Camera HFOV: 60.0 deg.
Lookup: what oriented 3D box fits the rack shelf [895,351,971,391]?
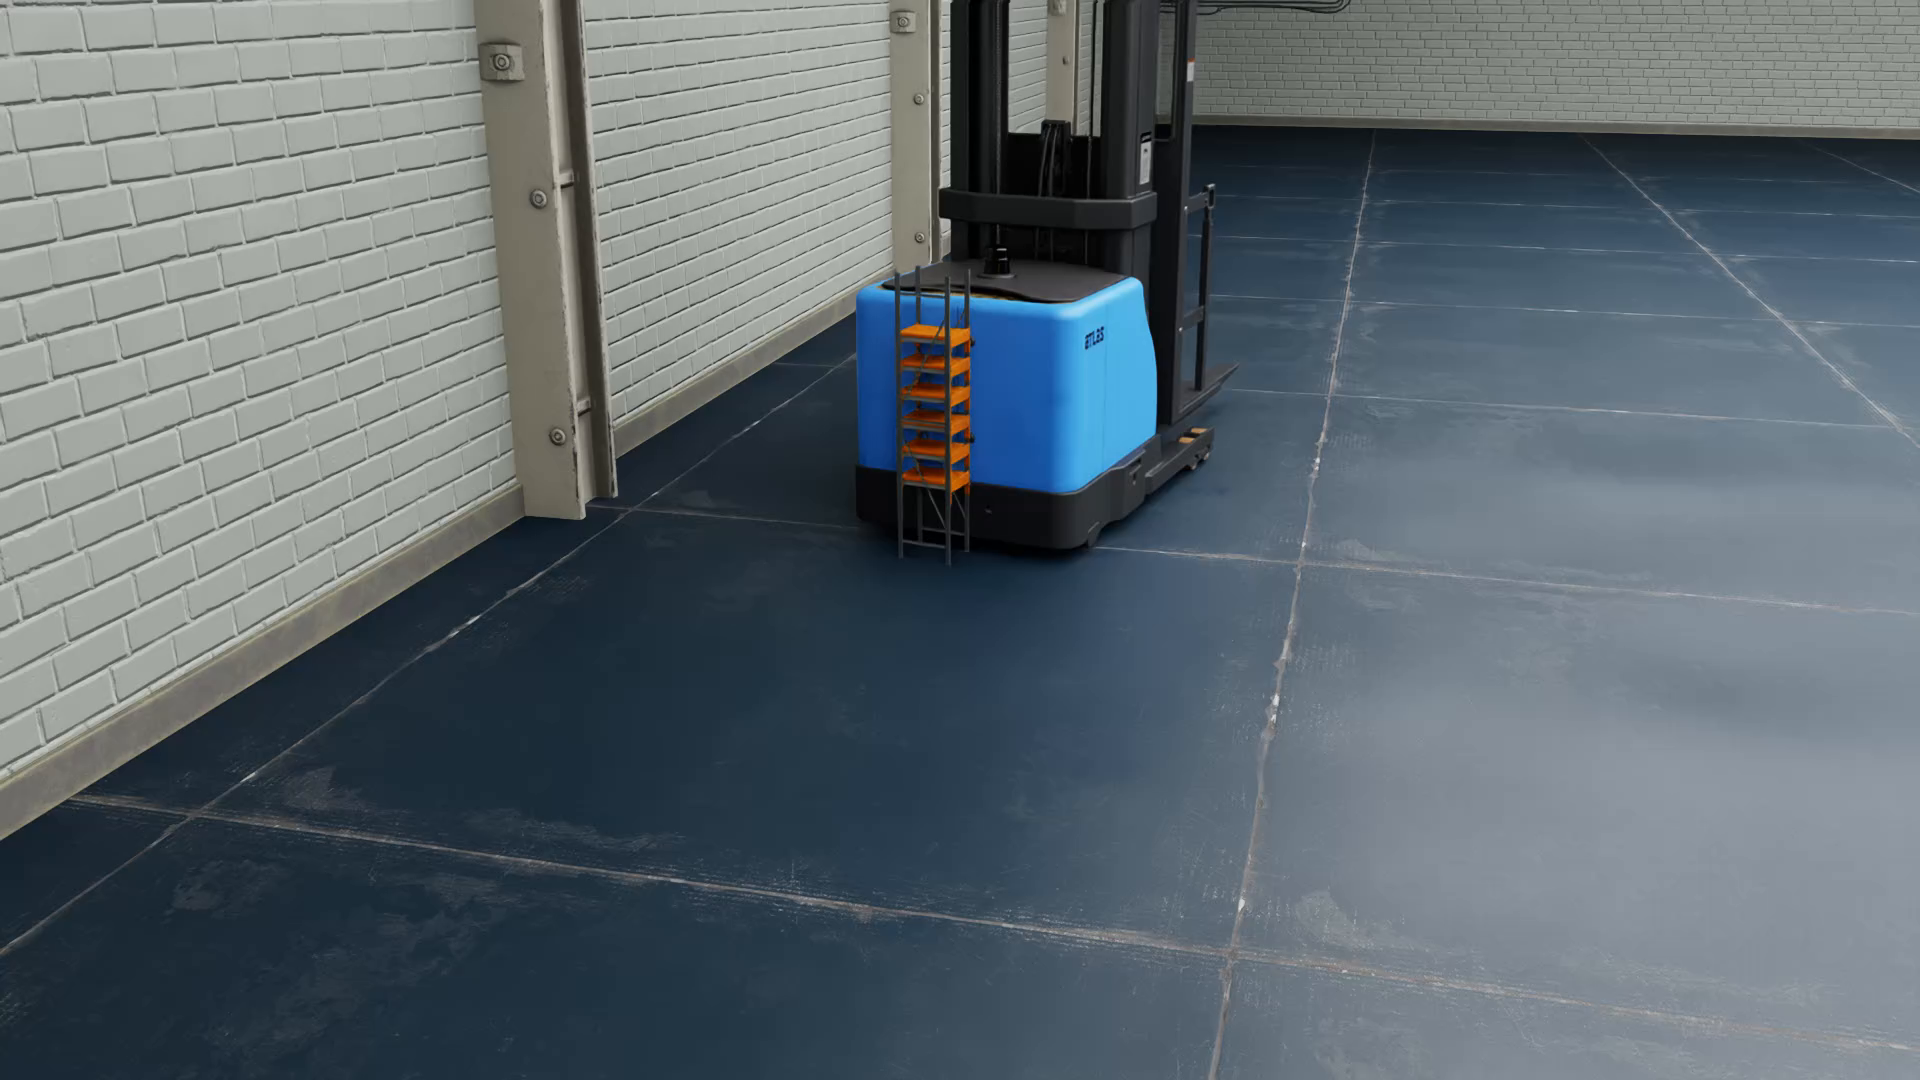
[{"bbox_3d":[-0.109,-0.685,6.732,0.258,0.103,0.180,9,21,24],"label":"rack shelf"}]

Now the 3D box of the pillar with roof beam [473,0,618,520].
[{"bbox_3d":[2.373,-4.082,5.218,9.100,9.000,0.400,5,19,13],"label":"pillar with roof beam"}]

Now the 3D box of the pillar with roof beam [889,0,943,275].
[{"bbox_3d":[3.839,-5.963,10.723,9.100,9.000,0.400,5,19,13],"label":"pillar with roof beam"}]

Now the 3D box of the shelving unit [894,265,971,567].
[{"bbox_3d":[-0.109,-0.500,6.796,0.258,1.200,0.189,9,21,24],"label":"shelving unit"}]

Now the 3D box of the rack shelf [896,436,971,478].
[{"bbox_3d":[-0.109,-0.345,6.849,0.258,0.103,0.180,9,21,24],"label":"rack shelf"}]

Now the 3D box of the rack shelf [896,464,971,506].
[{"bbox_3d":[-0.109,-0.231,6.887,0.258,0.103,0.180,9,21,24],"label":"rack shelf"}]

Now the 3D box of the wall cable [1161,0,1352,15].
[{"bbox_3d":[4.599,-9.414,25.630,3.097,2.526,0.112,5,19,13],"label":"wall cable"}]

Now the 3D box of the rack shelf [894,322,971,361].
[{"bbox_3d":[-0.109,-0.799,6.694,0.258,0.103,0.180,9,21,24],"label":"rack shelf"}]

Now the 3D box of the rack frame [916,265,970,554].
[{"bbox_3d":[-0.070,-0.527,6.874,0.240,1.200,0.006,9,21,24],"label":"rack frame"}]

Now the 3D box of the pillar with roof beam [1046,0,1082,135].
[{"bbox_3d":[5.305,-7.844,16.229,9.100,9.000,0.400,5,19,13],"label":"pillar with roof beam"}]

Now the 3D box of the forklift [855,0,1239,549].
[{"bbox_3d":[0.631,-1.783,7.872,1.130,2.935,3.031,9,21,24],"label":"forklift"}]

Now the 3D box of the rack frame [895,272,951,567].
[{"bbox_3d":[-0.148,-0.473,6.717,0.240,1.200,0.006,9,21,24],"label":"rack frame"}]

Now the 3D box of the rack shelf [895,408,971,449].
[{"bbox_3d":[-0.109,-0.458,6.810,0.258,0.103,0.180,9,21,24],"label":"rack shelf"}]

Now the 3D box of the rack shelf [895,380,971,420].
[{"bbox_3d":[-0.109,-0.572,6.771,0.258,0.103,0.180,9,21,24],"label":"rack shelf"}]
